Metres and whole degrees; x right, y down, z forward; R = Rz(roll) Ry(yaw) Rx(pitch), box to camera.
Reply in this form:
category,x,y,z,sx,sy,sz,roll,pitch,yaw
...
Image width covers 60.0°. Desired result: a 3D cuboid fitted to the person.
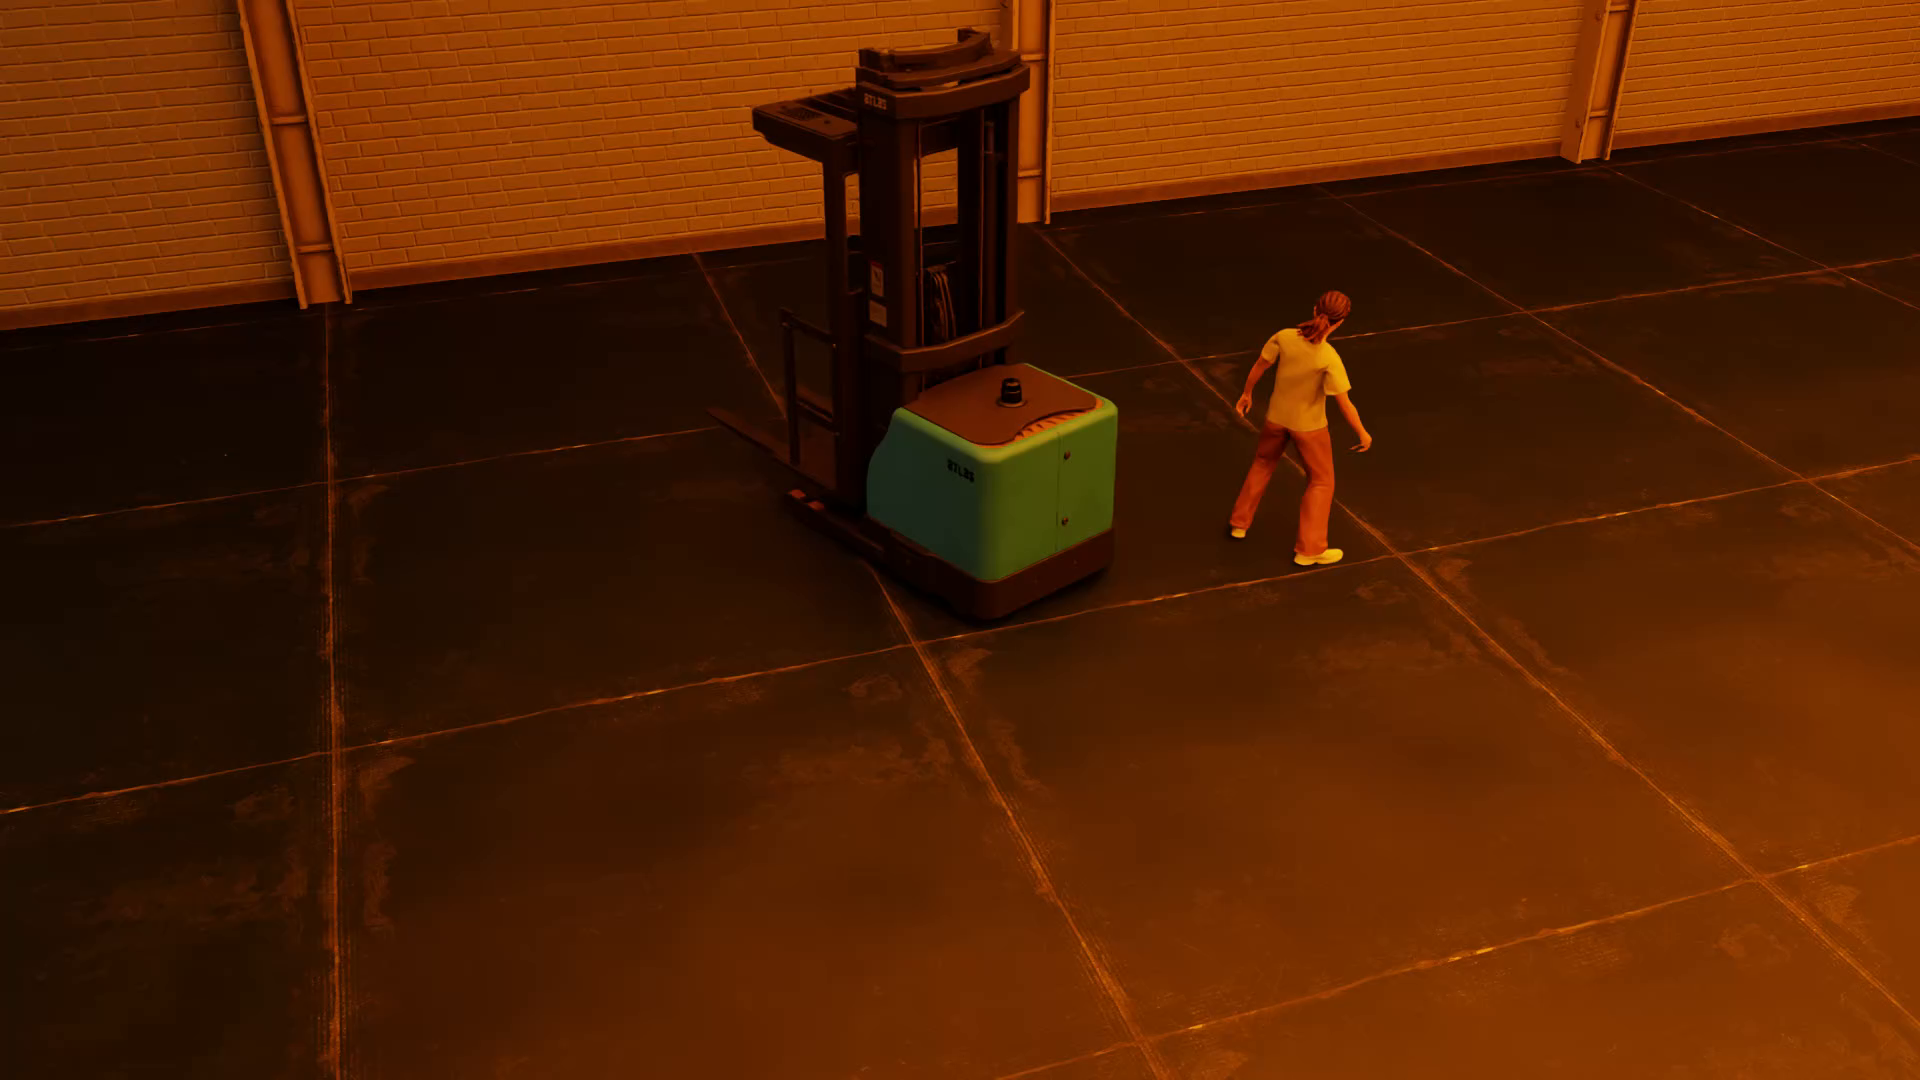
category,x,y,z,sx,sy,sz,roll,pitch,yaw
person,1.945,-0.671,9.562,0.831,1.637,0.346,25,38,36

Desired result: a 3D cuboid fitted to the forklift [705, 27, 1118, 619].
category,x,y,z,sx,sy,sz,roll,pitch,yaw
forklift,-0.455,-1.490,9.677,1.130,2.935,3.031,-24,37,-35
